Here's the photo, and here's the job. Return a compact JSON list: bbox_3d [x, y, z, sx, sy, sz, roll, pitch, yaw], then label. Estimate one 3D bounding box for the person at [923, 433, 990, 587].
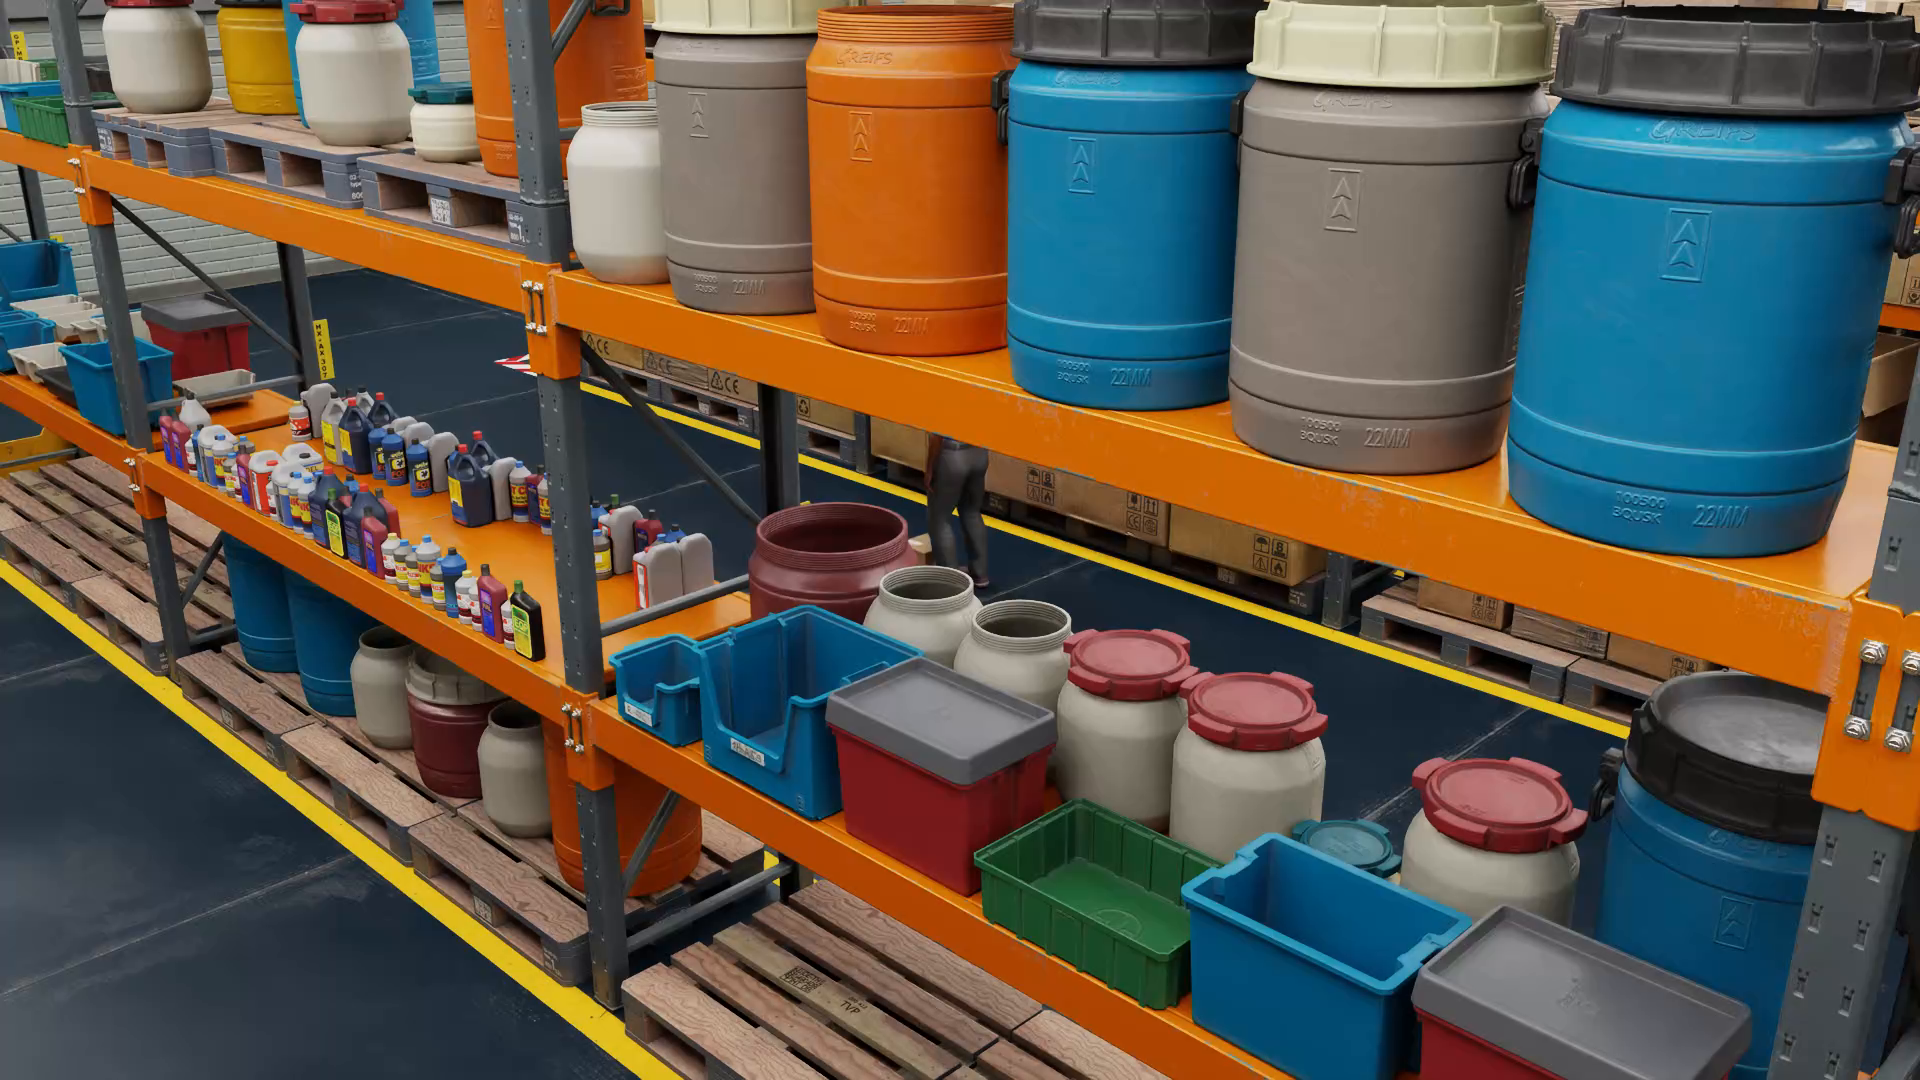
[{"bbox_3d":[-0.028,-0.466,9.821,0.352,1.653,0.522,17,27,38],"label":"person"}]
